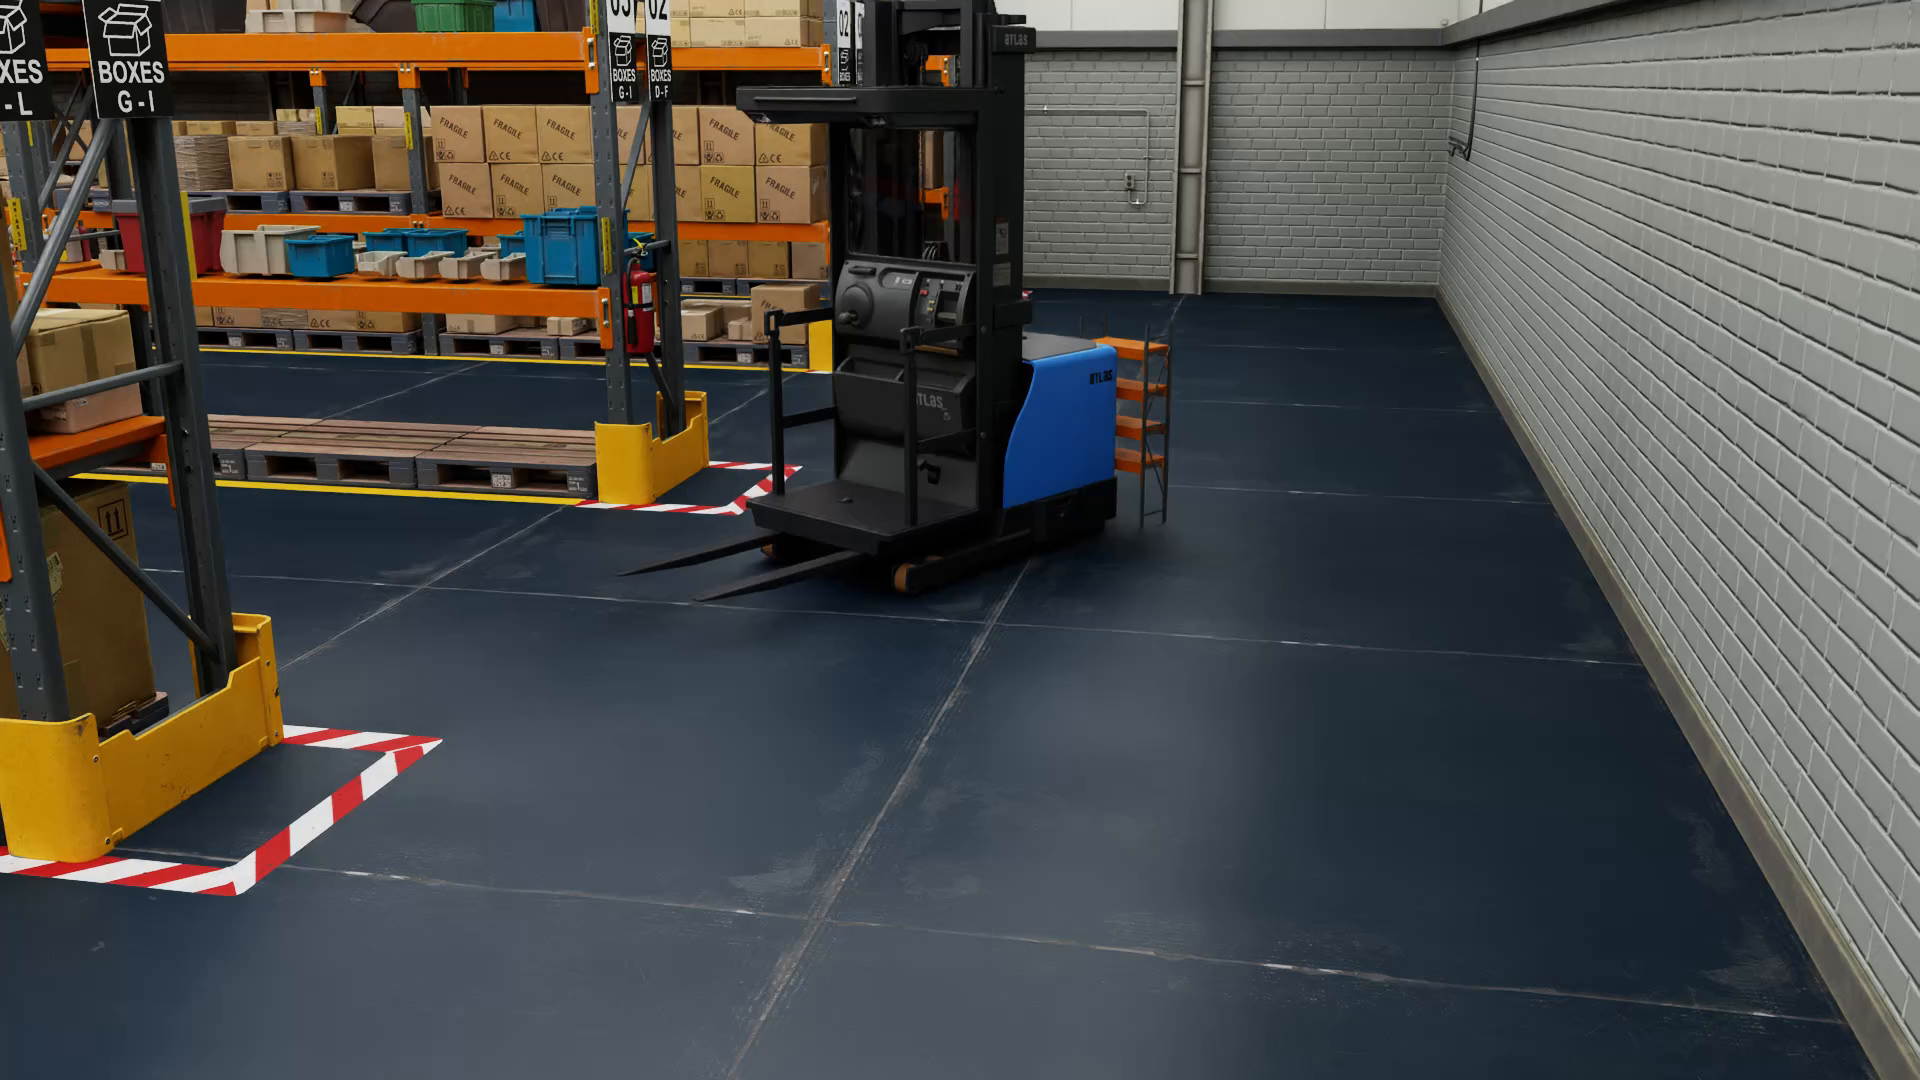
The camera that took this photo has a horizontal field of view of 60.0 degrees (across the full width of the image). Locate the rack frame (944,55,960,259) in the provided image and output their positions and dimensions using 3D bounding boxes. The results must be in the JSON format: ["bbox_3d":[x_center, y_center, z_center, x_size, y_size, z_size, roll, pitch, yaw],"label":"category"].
[{"bbox_3d":[-0.030,-4.409,19.789,0.127,3.000,1.000,3,16,11],"label":"rack frame"}]

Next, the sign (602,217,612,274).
[{"bbox_3d":[-2.098,-1.751,9.889,0.005,0.325,0.100,3,16,11],"label":"sign"}]

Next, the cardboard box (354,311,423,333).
[{"bbox_3d":[-5.474,-2.284,15.978,0.500,0.500,0.500,3,16,11],"label":"cardboard box"}]

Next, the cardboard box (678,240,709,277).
[{"bbox_3d":[-3.237,-3.553,20.595,0.500,0.500,0.700,3,16,12],"label":"cardboard box"}]

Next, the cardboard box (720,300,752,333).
[{"bbox_3d":[-1.980,-2.129,15.887,0.500,0.250,0.500,3,16,11],"label":"cardboard box"}]

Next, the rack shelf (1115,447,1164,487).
[{"bbox_3d":[0.960,-0.448,9.857,0.480,0.148,0.258,15,21,42],"label":"rack shelf"}]

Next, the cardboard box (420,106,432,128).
[{"bbox_3d":[-6.459,-5.251,20.645,0.500,0.250,0.500,3,16,11],"label":"cardboard box"}]

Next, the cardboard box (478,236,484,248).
[{"bbox_3d":[-6.318,-3.879,21.117,0.750,0.750,0.750,3,16,11],"label":"cardboard box"}]

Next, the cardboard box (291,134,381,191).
[{"bbox_3d":[-6.039,-3.680,16.184,0.500,0.500,0.700,6,16,20],"label":"cardboard box"}]

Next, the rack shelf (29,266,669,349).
[{"bbox_3d":[-3.964,-1.577,10.914,4.000,0.370,1.077,3,16,11],"label":"rack shelf"}]

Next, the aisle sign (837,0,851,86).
[{"bbox_3d":[-1.008,-4.282,14.461,0.004,0.787,0.394,3,16,11],"label":"aisle sign"}]

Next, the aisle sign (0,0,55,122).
[{"bbox_3d":[-2.981,-1.692,5.112,0.004,0.787,0.394,3,16,11],"label":"aisle sign"}]

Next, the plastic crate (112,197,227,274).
[{"bbox_3d":[-5.099,-1.977,10.777,0.583,0.464,0.402,3,16,11],"label":"plastic crate"}]

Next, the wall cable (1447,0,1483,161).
[{"bbox_3d":[5.441,-5.409,17.979,0.112,2.526,3.097,3,16,11],"label":"wall cable"}]

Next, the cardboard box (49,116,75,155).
[{"bbox_3d":[-12.208,-5.426,22.299,0.500,0.500,0.500,3,16,10],"label":"cardboard box"}]

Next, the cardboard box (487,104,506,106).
[{"bbox_3d":[-4.386,-3.896,15.879,0.500,0.500,0.500,3,16,11],"label":"cardboard box"}]

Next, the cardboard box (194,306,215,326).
[{"bbox_3d":[-7.459,-2.392,16.368,0.500,0.500,0.500,3,16,10],"label":"cardboard box"}]

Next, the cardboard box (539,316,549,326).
[{"bbox_3d":[-3.939,-2.203,16.344,0.250,0.149,0.380,3,16,11],"label":"cardboard box"}]

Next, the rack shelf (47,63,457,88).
[{"bbox_3d":[-6.893,-4.531,15.958,4.000,0.370,1.077,3,16,11],"label":"rack shelf"}]

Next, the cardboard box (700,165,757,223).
[{"bbox_3d":[-2.016,-3.140,15.023,0.500,0.500,0.500,3,16,12],"label":"cardboard box"}]

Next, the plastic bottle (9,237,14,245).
[{"bbox_3d":[-6.667,-2.044,11.626,0.097,0.201,0.097,0,15,0],"label":"plastic bottle"}]

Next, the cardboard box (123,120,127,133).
[{"bbox_3d":[-10.751,-5.240,21.778,0.500,0.500,0.700,5,16,17],"label":"cardboard box"}]

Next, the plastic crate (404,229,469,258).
[{"bbox_3d":[-3.471,-1.935,11.059,0.300,0.233,0.416,3,16,11],"label":"plastic crate"}]

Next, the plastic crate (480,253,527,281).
[{"bbox_3d":[-2.839,-1.715,10.446,0.243,0.136,0.396,3,16,11],"label":"plastic crate"}]

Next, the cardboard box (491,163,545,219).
[{"bbox_3d":[-3.986,-3.249,15.415,0.500,0.500,0.500,3,16,12],"label":"cardboard box"}]

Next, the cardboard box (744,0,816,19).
[{"bbox_3d":[-1.568,-4.688,14.521,0.500,0.250,0.500,3,16,11],"label":"cardboard box"}]

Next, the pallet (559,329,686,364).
[{"bbox_3d":[-3.061,-1.881,15.886,1.213,0.211,1.003,3,16,11],"label":"pallet"}]

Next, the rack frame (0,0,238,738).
[{"bbox_3d":[-2.991,-0.522,5.756,0.127,3.000,1.000,3,16,11],"label":"rack frame"}]

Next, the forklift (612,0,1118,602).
[{"bbox_3d":[-0.440,-1.281,8.624,1.130,2.935,3.031,13,20,40],"label":"forklift"}]

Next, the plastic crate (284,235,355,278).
[{"bbox_3d":[-4.068,-1.808,10.600,0.300,0.233,0.416,3,16,11],"label":"plastic crate"}]

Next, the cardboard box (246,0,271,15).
[{"bbox_3d":[-6.720,-5.186,15.815,0.600,0.600,0.600,2,16,9],"label":"cardboard box"}]

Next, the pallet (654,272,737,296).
[{"bbox_3d":[-3.220,-3.217,20.710,1.213,0.211,1.003,3,16,11],"label":"pallet"}]

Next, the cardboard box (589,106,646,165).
[{"bbox_3d":[-3.012,-3.675,15.080,0.500,0.500,0.500,4,16,13],"label":"cardboard box"}]

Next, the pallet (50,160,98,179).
[{"bbox_3d":[-11.069,-4.876,21.835,1.213,0.211,1.003,3,16,11],"label":"pallet"}]

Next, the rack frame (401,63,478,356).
[{"bbox_3d":[-4.933,-3.326,15.879,0.127,3.000,1.000,3,16,11],"label":"rack frame"}]

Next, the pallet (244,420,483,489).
[{"bbox_3d":[-3.997,-0.593,11.237,1.213,0.211,1.003,3,16,11],"label":"pallet"}]

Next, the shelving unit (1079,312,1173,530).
[{"bbox_3d":[0.960,-0.704,9.786,0.503,1.200,0.258,15,21,42],"label":"shelving unit"}]

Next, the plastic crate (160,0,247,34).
[{"bbox_3d":[-4.761,-3.275,10.321,0.590,0.269,0.497,3,16,11],"label":"plastic crate"}]

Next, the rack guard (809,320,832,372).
[{"bbox_3d":[-1.088,-1.912,15.459,0.348,0.500,1.175,3,16,11],"label":"rack guard"}]

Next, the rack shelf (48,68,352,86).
[{"bbox_3d":[-9.830,-6.040,21.406,4.000,0.370,1.077,3,16,11],"label":"rack shelf"}]

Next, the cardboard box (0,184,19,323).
[{"bbox_3d":[-3.521,-0.911,5.482,0.500,0.500,0.500,3,16,12],"label":"cardboard box"}]

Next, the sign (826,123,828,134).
[{"bbox_3d":[-1.144,-3.679,14.394,0.005,0.325,0.100,3,16,11],"label":"sign"}]

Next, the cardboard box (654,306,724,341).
[{"bbox_3d":[-2.520,-2.023,15.502,0.500,0.250,0.500,3,16,11],"label":"cardboard box"}]

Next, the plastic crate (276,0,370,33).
[{"bbox_3d":[-4.115,-3.404,10.766,0.530,0.282,0.437,3,16,11],"label":"plastic crate"}]

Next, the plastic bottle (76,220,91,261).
[{"bbox_3d":[-6.198,-2.105,11.691,0.133,0.283,0.061,3,16,11],"label":"plastic bottle"}]

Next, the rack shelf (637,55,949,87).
[{"bbox_3d":[-1.990,-5.614,19.869,4.000,0.370,1.077,3,16,11],"label":"rack shelf"}]

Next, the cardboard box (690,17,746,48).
[{"bbox_3d":[-2.057,-4.474,14.686,0.500,0.250,0.500,3,16,11],"label":"cardboard box"}]

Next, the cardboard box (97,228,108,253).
[{"bbox_3d":[-11.065,-4.020,22.243,0.500,0.500,0.700,4,16,13],"label":"cardboard box"}]

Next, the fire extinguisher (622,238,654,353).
[{"bbox_3d":[-1.947,-1.473,10.035,0.183,0.674,0.296,3,16,11],"label":"fire extinguisher"}]

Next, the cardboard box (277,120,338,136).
[{"bbox_3d":[-8.332,-5.117,21.335,0.500,0.500,0.700,1,16,5],"label":"cardboard box"}]

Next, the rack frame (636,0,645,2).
[{"bbox_3d":[-2.004,-4.708,9.633,0.127,3.000,1.000,3,16,11],"label":"rack frame"}]

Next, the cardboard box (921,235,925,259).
[{"bbox_3d":[-0.736,-3.418,20.107,0.500,0.500,0.700,3,16,11],"label":"cardboard box"}]

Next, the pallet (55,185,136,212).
[{"bbox_3d":[-8.175,-3.428,16.609,1.003,0.211,1.213,3,16,11],"label":"pallet"}]
